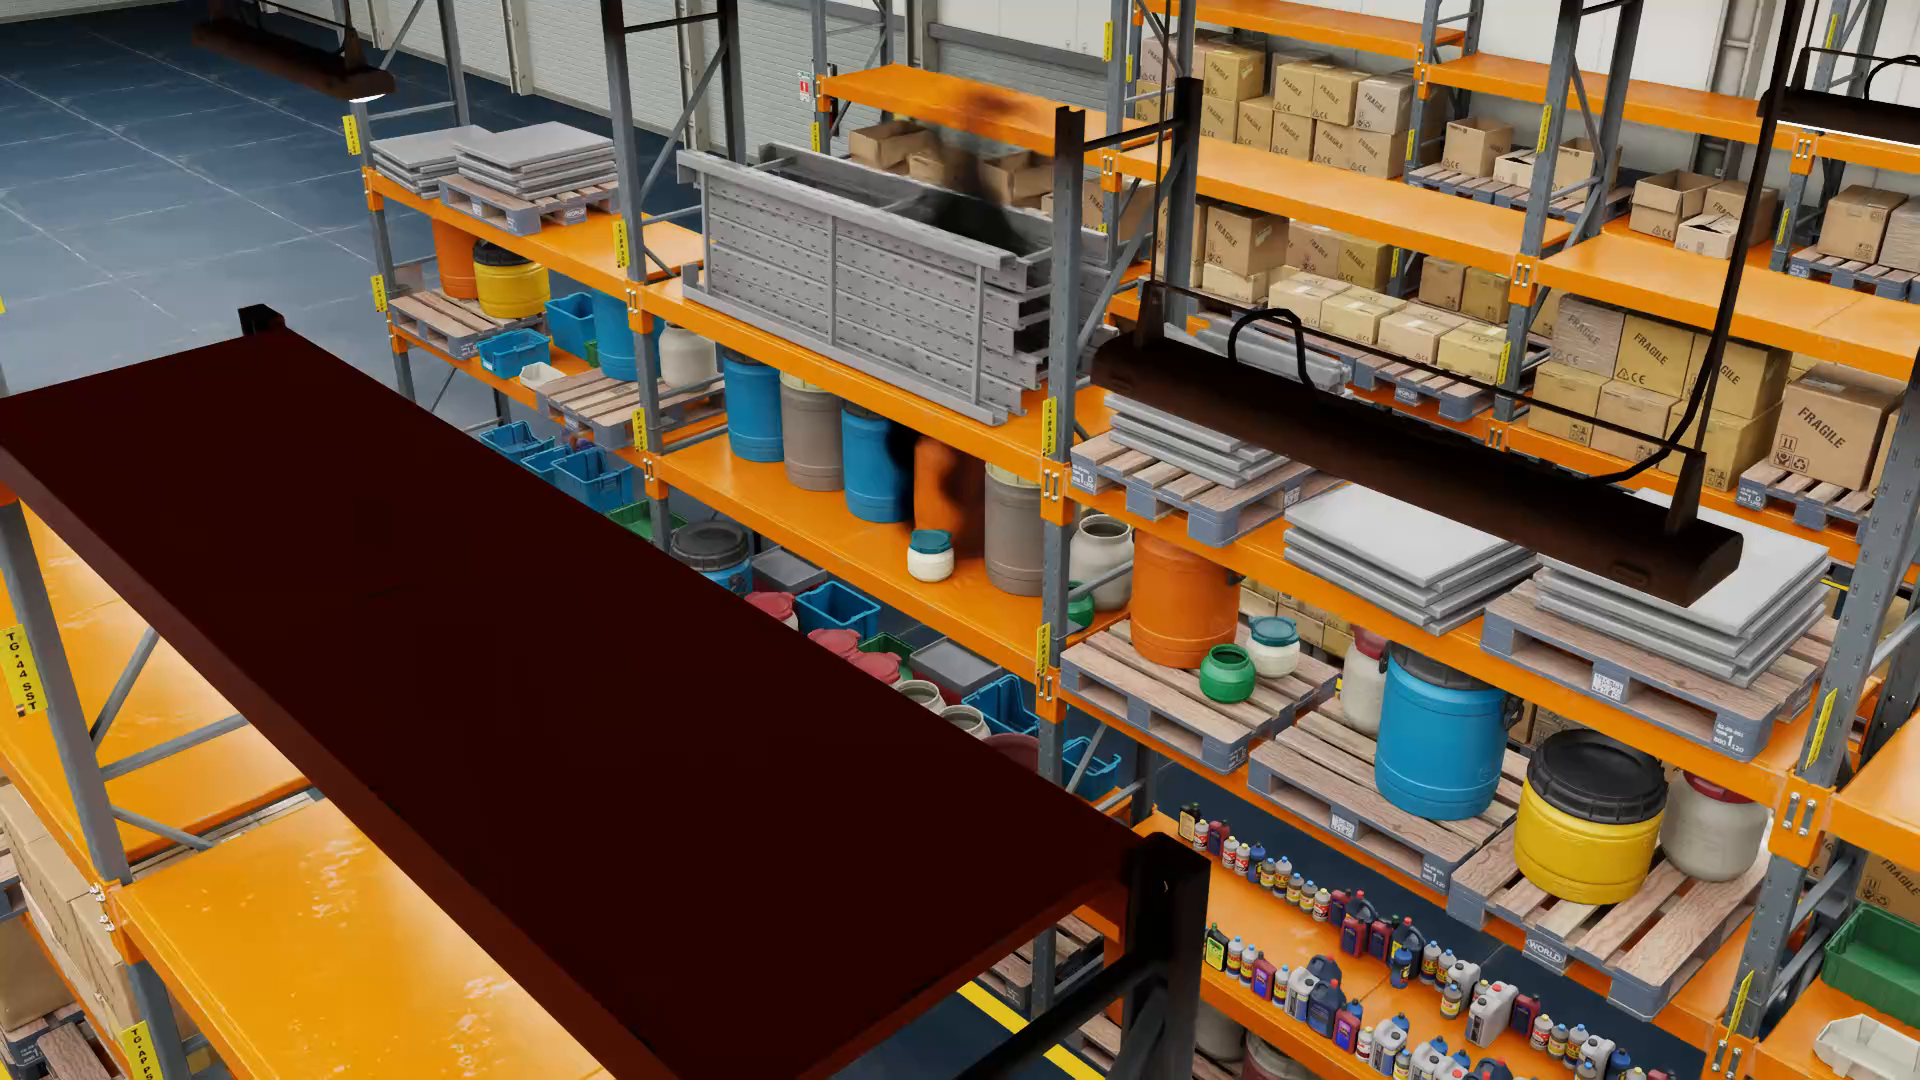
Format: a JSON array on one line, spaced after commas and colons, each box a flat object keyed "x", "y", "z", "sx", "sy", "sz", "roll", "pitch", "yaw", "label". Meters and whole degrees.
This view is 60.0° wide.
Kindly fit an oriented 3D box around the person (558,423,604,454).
[{"x": -3.879, "y": -0.891, "z": 16.810, "sx": 0.538, "sy": 1.608, "sz": 0.602, "roll": 12, "pitch": 31, "yaw": 22, "label": "person"}]

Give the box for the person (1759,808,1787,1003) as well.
[{"x": 4.966, "y": 2.327, "z": 10.620, "sx": 0.845, "sy": 1.771, "sz": 0.707, "roll": 16, "pitch": 32, "yaw": 28, "label": "person"}]
